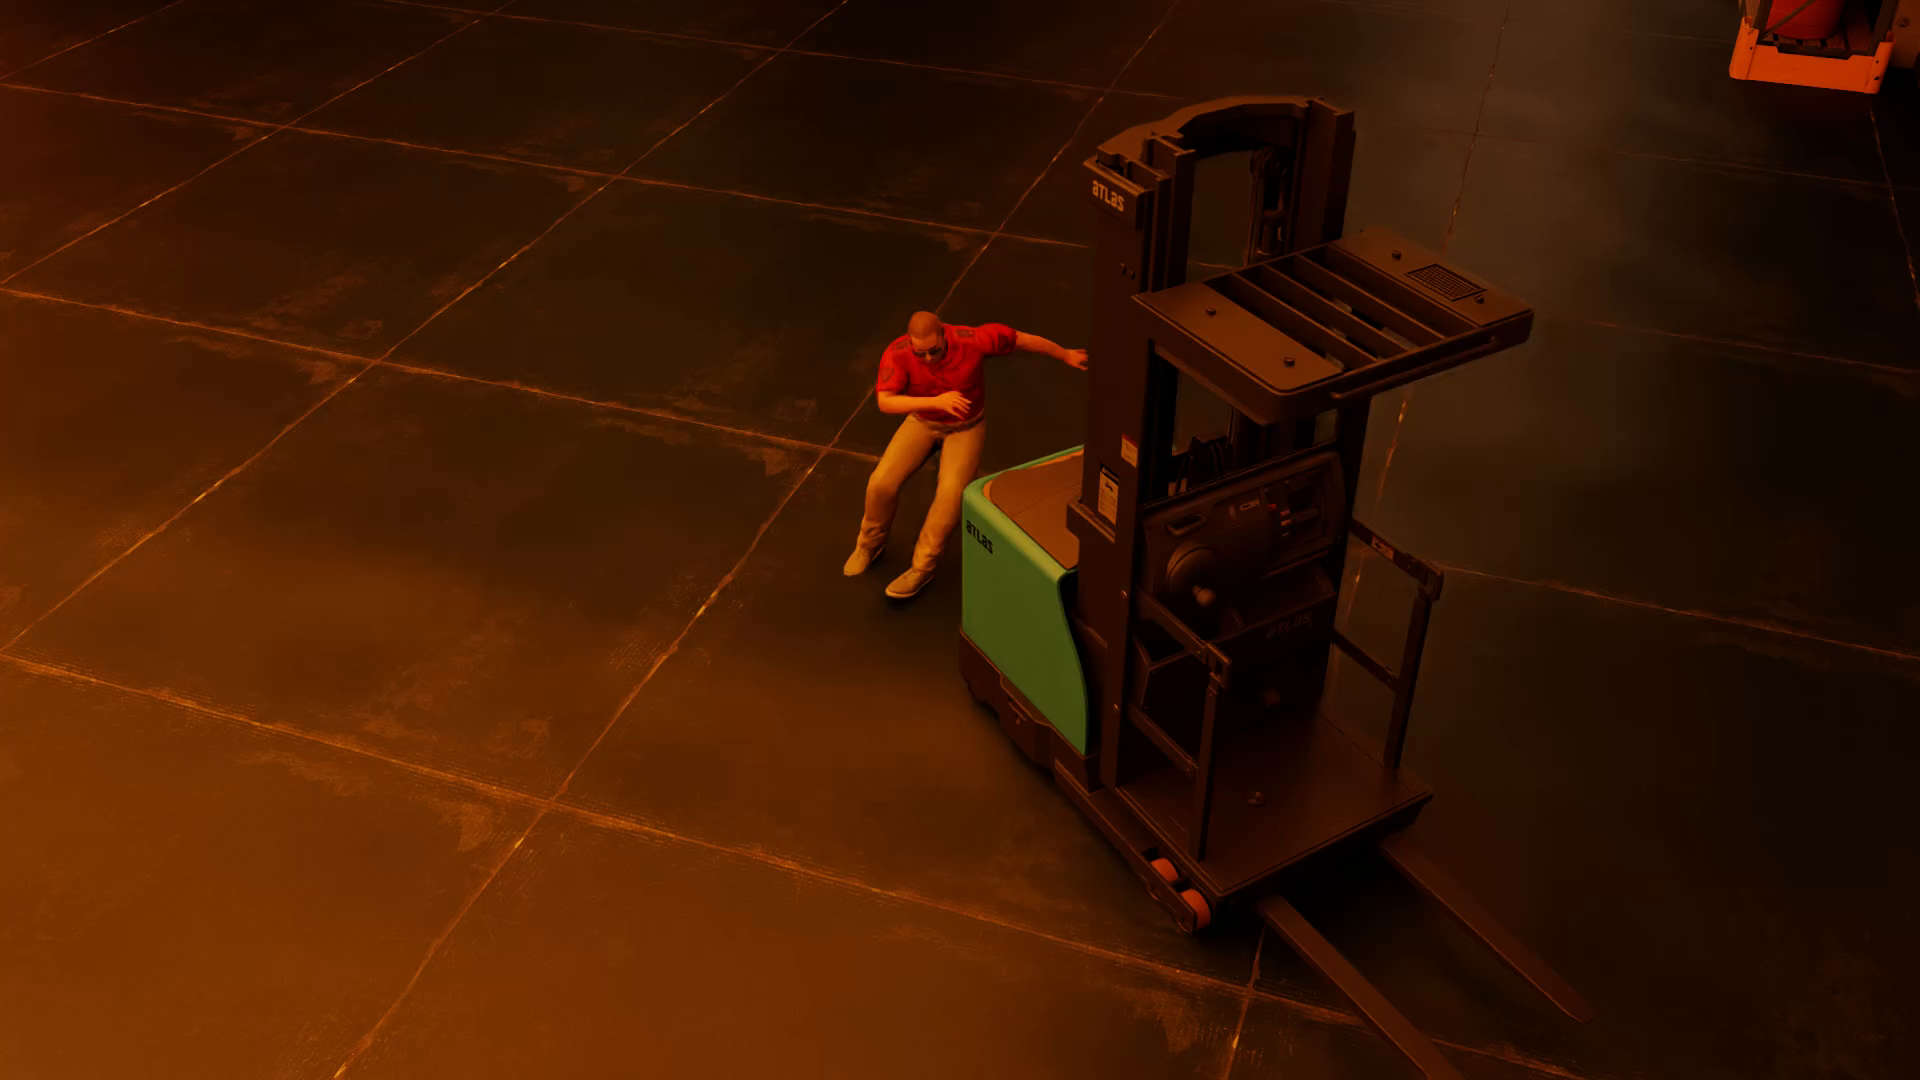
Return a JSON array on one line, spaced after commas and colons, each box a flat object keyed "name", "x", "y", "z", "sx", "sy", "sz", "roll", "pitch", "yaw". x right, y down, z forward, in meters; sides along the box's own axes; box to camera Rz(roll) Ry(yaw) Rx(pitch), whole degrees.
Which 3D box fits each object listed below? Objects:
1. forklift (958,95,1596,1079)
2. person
[{"name": "forklift", "x": 1.184, "y": 0.024, "z": 6.077, "sx": 1.130, "sy": 2.935, "sz": 3.031, "roll": -19, "pitch": 40, "yaw": -25}, {"name": "person", "x": 0.022, "y": -0.468, "z": 8.143, "sx": 1.215, "sy": 1.447, "sz": 0.938, "roll": 4, "pitch": 36, "yaw": 5}]
